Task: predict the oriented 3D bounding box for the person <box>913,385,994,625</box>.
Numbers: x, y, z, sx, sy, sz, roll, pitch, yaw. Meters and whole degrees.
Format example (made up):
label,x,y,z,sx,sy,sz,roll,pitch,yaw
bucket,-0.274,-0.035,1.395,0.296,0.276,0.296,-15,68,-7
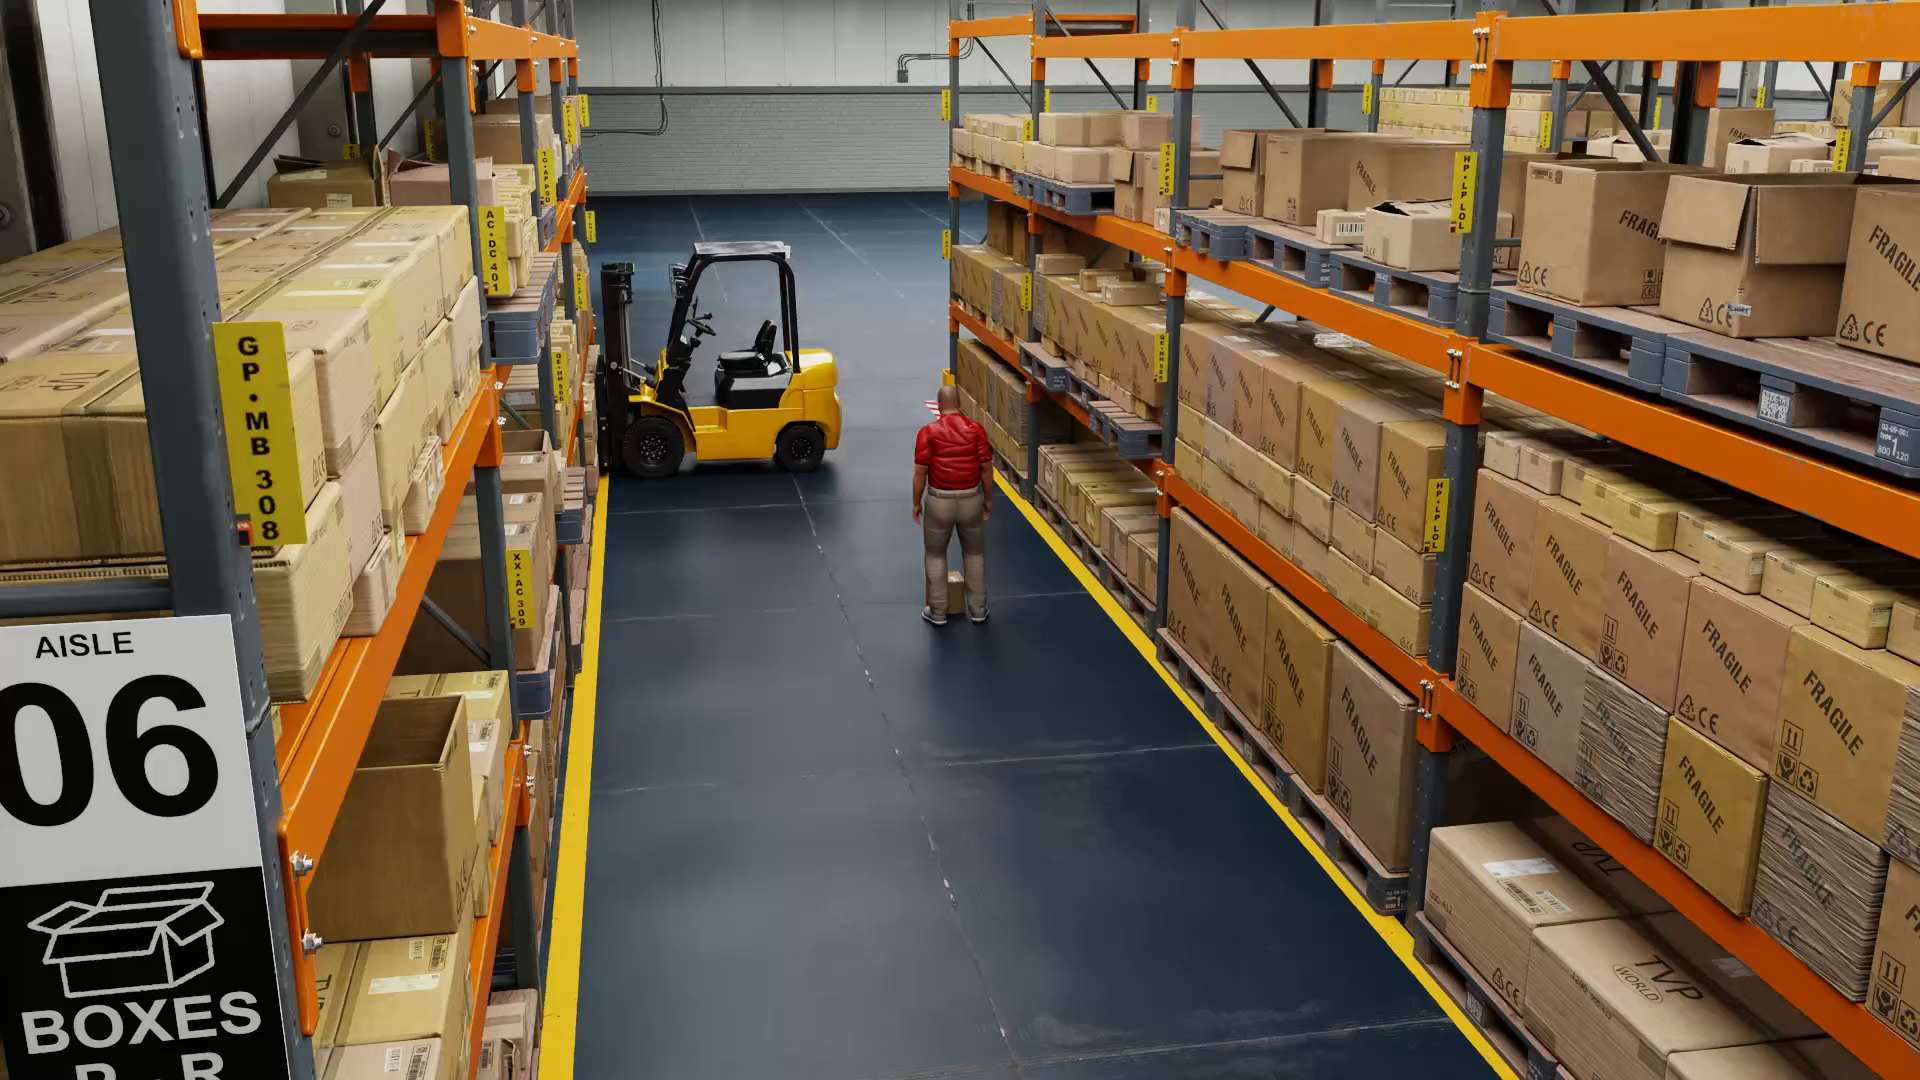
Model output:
label,x,y,z,sx,sy,sz,roll,pitch,yaw
person,-0.051,-0.248,11.908,0.586,1.727,0.393,-3,17,-10
